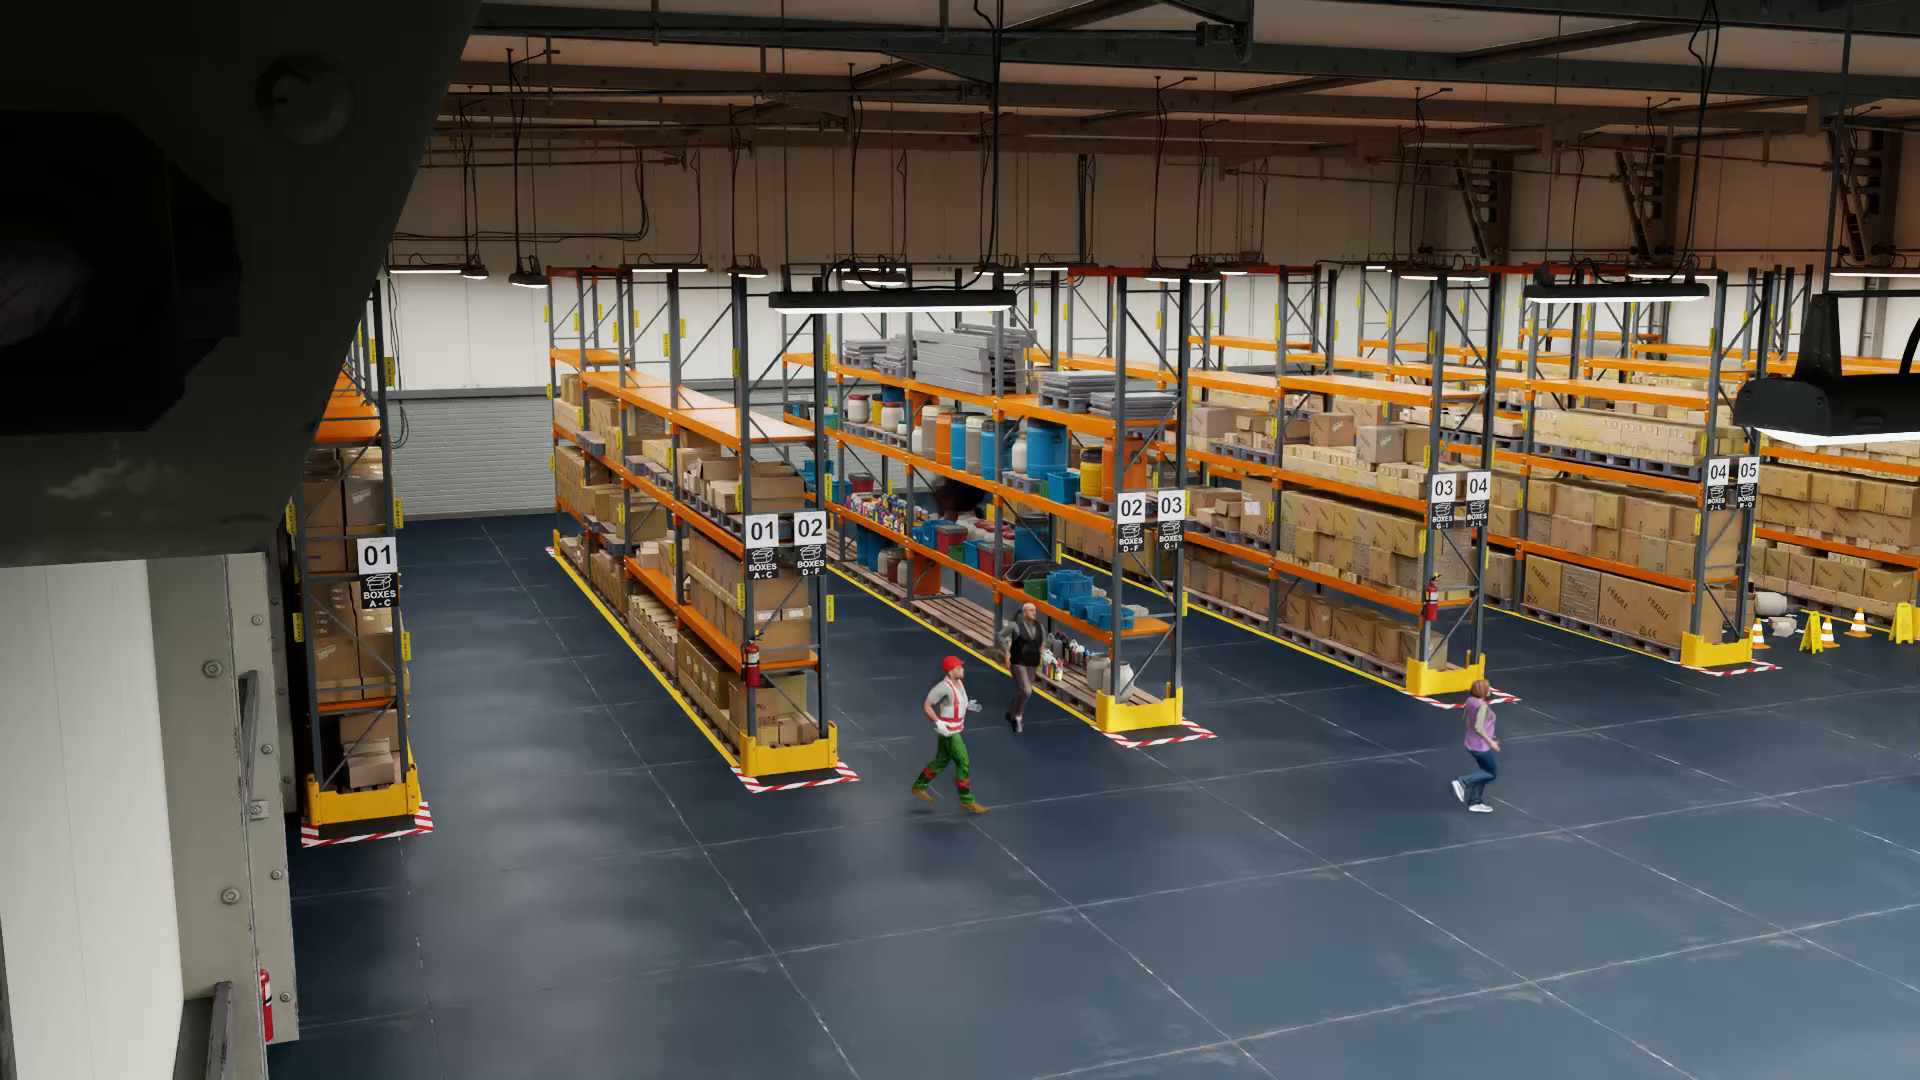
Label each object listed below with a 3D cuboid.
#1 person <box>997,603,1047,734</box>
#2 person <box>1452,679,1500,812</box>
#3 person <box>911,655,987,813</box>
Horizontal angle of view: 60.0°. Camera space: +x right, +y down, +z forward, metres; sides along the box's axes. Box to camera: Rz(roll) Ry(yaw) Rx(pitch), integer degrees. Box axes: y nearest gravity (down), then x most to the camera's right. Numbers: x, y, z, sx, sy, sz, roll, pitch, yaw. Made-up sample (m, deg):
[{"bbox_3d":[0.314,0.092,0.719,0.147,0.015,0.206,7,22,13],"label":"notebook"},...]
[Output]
[{"bbox_3d":[0.860,1.694,22.163,0.638,1.749,0.738,-6,12,-32],"label":"person"},{"bbox_3d":[5.835,2.334,18.838,0.549,1.557,0.538,-1,10,-5],"label":"person"},{"bbox_3d":[-0.125,2.171,18.844,0.921,1.787,0.645,2,10,13],"label":"person"}]
